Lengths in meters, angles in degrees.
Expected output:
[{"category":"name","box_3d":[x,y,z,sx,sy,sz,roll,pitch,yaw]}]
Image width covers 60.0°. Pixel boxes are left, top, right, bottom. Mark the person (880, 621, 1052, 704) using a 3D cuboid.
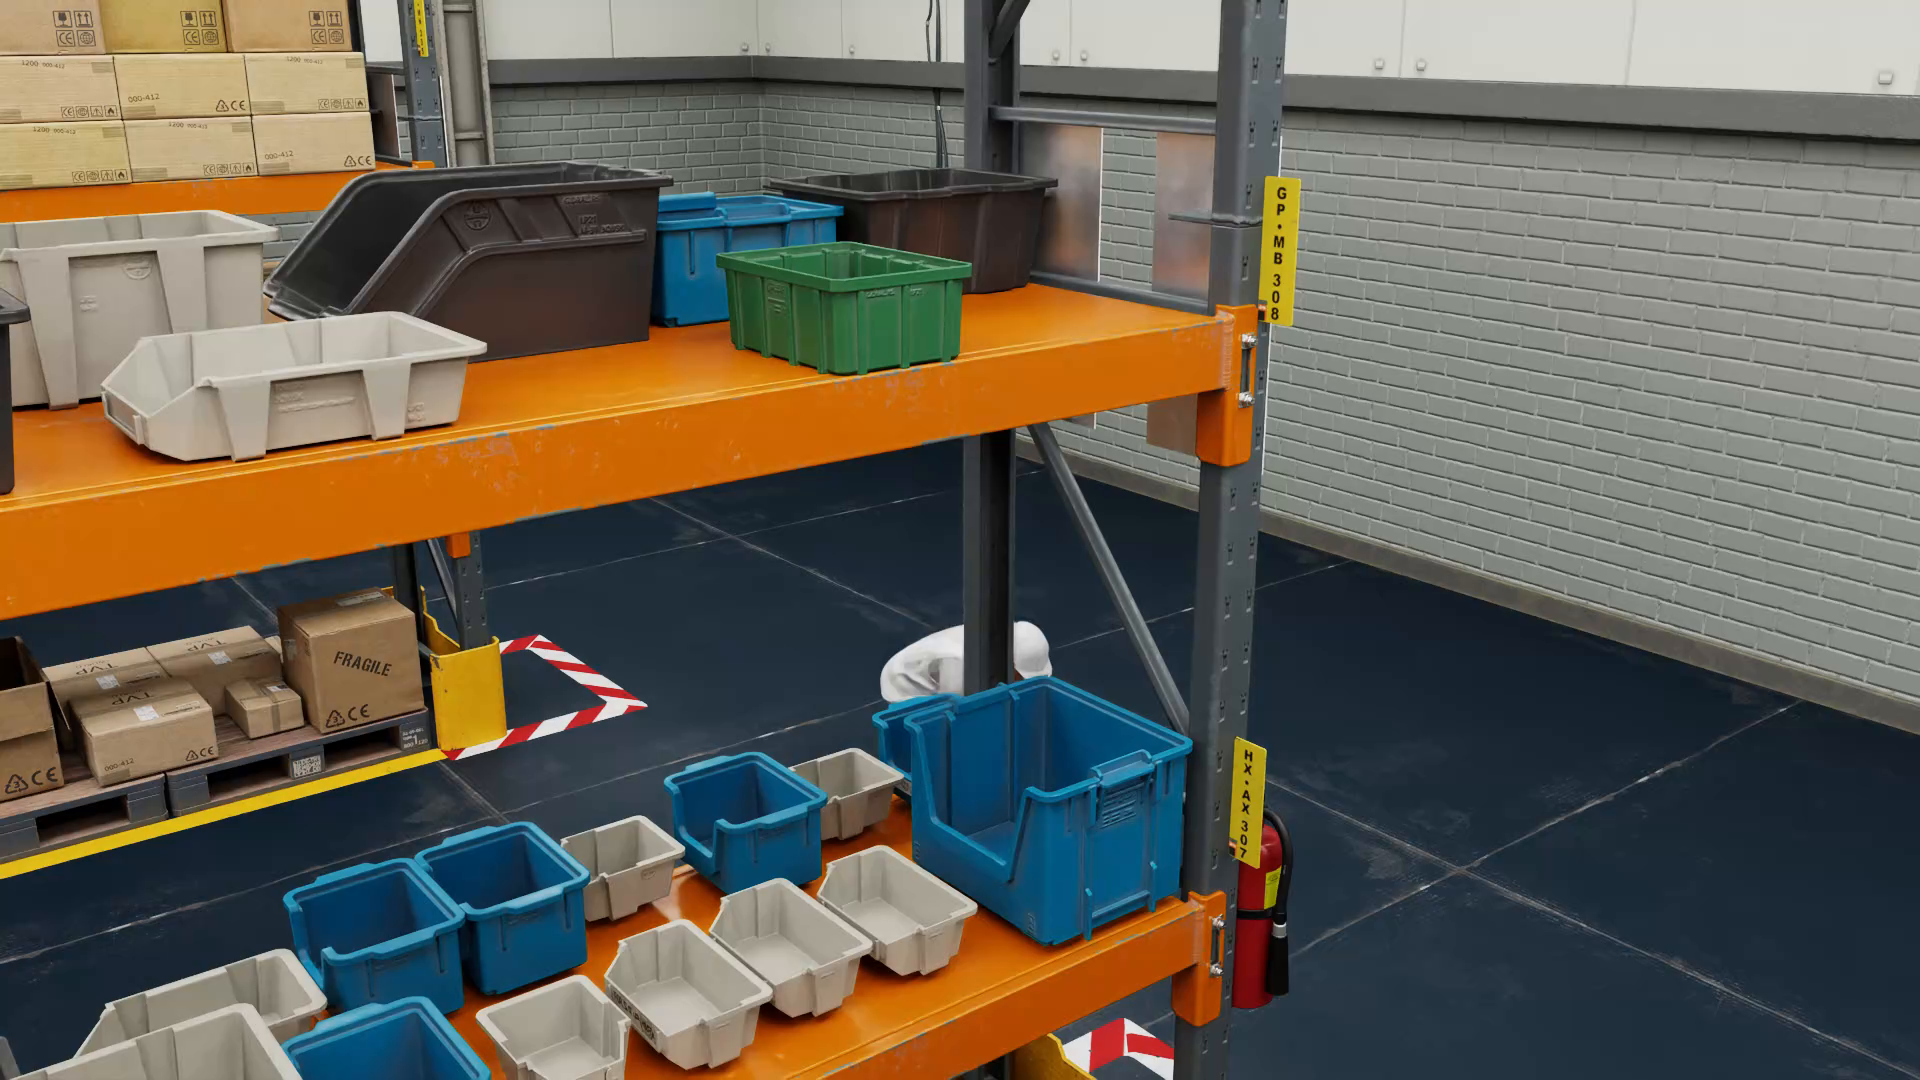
[{"category":"person","box_3d":[0.045,0.761,7.387,0.577,1.017,0.874,-13,22,-36]}]
